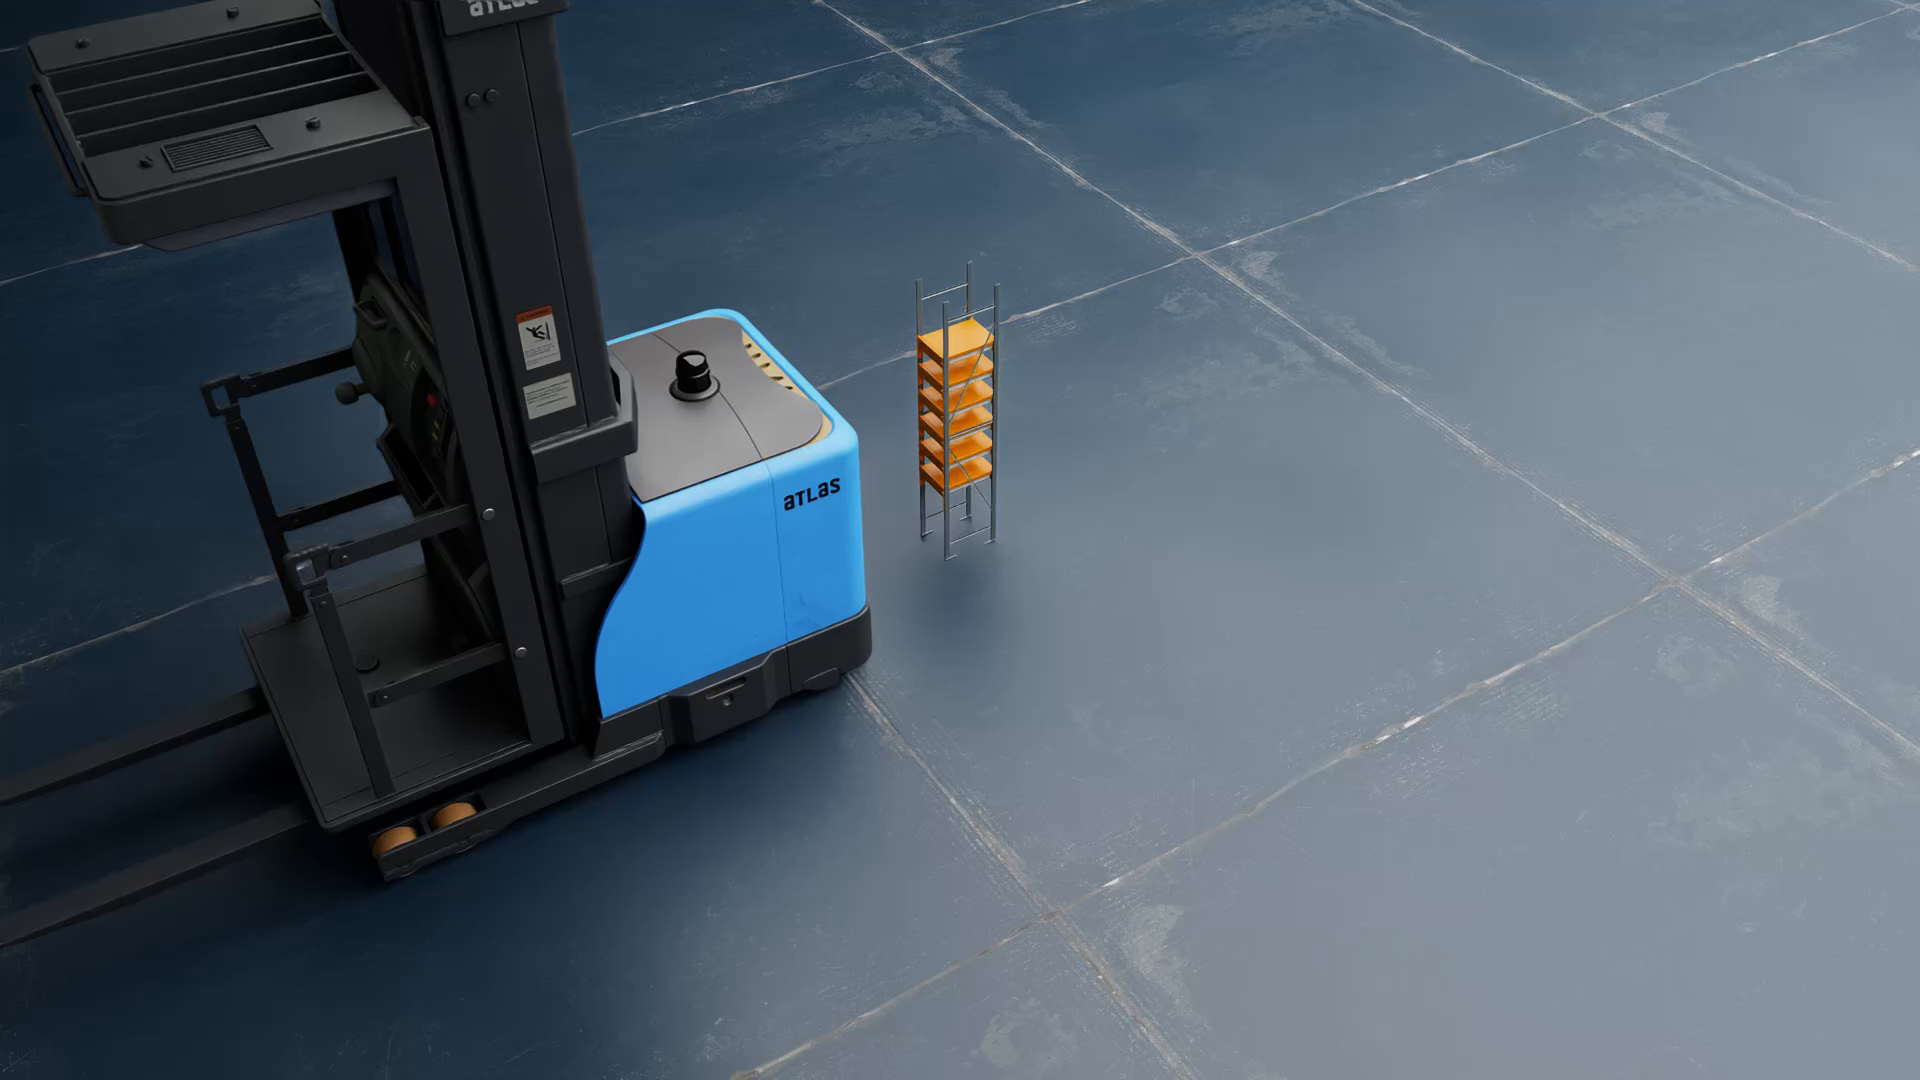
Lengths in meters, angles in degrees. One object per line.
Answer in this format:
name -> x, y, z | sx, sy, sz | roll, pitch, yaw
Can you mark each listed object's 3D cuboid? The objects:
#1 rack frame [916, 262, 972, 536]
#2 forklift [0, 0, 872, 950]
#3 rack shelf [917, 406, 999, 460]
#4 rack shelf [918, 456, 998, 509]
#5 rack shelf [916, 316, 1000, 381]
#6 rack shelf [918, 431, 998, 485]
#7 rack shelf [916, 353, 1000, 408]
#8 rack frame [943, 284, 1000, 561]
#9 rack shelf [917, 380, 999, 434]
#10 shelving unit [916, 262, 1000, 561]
rack frame -> -0.057, -0.518, 6.435 | 0.240, 1.200, 0.006 | -22, 45, -24
forklift -> -1.847, -0.415, 4.958 | 3.031, 2.935, 1.130 | -22, 44, -24
rack shelf -> -0.008, -0.435, 6.404 | 0.258, 0.103, 0.180 | -22, 45, -24
rack shelf -> -0.008, -0.250, 6.557 | 0.258, 0.103, 0.180 | -22, 45, -24
rack shelf -> -0.008, -0.711, 6.173 | 0.258, 0.103, 0.180 | -22, 45, -24
rack shelf -> -0.008, -0.342, 6.481 | 0.258, 0.103, 0.180 | -22, 45, -24
rack shelf -> -0.008, -0.619, 6.250 | 0.258, 0.103, 0.180 | -22, 45, -24
rack frame -> 0.041, -0.419, 6.316 | 0.240, 1.200, 0.006 | -22, 45, -24
rack shelf -> -0.008, -0.527, 6.327 | 0.258, 0.103, 0.180 | -22, 45, -24
shelving unit -> -0.008, -0.469, 6.375 | 0.258, 1.200, 0.189 | -22, 45, -24
